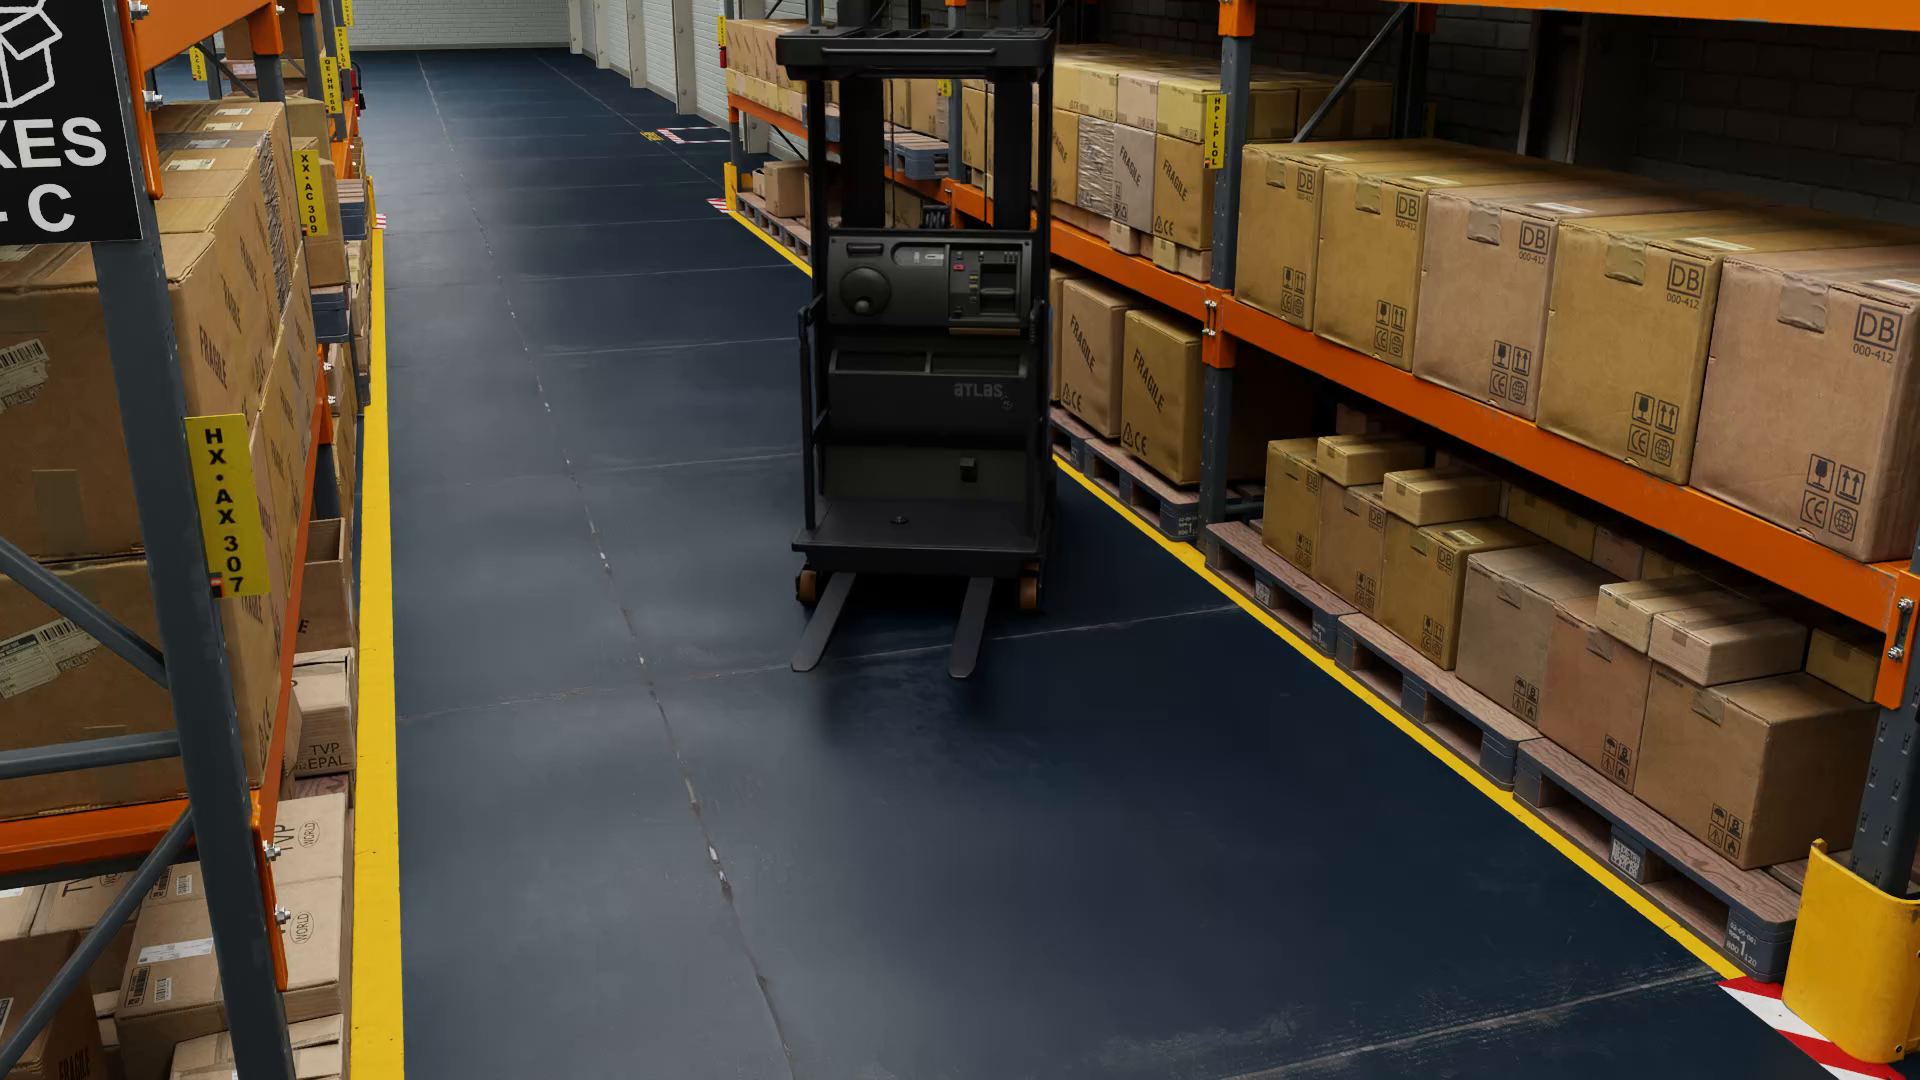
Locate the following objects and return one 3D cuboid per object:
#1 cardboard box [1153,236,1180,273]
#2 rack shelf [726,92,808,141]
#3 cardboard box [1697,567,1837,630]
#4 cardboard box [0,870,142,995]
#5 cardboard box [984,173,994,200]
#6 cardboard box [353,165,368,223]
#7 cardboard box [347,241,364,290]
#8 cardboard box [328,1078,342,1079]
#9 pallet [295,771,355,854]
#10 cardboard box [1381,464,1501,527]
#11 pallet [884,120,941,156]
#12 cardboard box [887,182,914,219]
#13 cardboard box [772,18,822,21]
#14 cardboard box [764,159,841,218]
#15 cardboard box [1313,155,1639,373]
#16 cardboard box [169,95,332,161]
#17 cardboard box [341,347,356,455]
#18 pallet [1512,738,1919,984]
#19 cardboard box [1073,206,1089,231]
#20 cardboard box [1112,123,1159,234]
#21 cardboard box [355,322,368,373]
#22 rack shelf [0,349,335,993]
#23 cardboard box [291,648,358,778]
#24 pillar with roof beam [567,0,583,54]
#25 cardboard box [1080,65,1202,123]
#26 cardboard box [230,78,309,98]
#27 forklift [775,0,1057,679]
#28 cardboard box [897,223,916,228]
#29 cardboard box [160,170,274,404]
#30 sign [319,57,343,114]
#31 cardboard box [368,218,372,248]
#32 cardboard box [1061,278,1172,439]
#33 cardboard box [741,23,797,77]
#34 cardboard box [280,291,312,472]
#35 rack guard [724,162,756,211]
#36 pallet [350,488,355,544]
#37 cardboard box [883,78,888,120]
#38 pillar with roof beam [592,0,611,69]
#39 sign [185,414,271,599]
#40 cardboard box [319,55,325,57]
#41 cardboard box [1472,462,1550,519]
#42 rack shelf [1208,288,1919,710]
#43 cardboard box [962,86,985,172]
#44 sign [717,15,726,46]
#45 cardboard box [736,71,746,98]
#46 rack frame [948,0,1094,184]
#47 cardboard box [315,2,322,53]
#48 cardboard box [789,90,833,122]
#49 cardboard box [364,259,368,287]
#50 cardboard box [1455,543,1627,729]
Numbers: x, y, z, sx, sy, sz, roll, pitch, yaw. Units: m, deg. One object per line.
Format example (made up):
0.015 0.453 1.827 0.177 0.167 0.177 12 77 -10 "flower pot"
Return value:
1.195 -1.449 8.356 0.380 0.149 0.250 -6 21 -16 "cardboard box"
-1.472 -4.272 16.936 1.077 0.370 4.000 -6 21 -17 "rack shelf"
2.683 0.198 5.544 0.380 0.149 0.250 -6 21 -17 "cardboard box"
-2.448 1.041 4.499 0.500 0.250 0.500 -6 21 -17 "cardboard box"
0.372 -2.270 10.640 0.380 0.149 0.250 -6 21 -16 "cardboard box"
-5.558 -3.039 14.777 0.500 0.500 0.500 -6 21 -17 "cardboard box"
-4.667 -2.020 12.221 0.500 0.311 0.500 -7 21 -18 "cardboard box"
-1.578 1.374 3.721 0.380 0.149 0.250 -6 21 -17 "cardboard box"
-2.428 1.052 5.177 1.003 0.211 1.213 -6 21 -17 "pallet"
1.908 -0.180 6.597 0.380 0.149 0.250 -7 21 -19 "cardboard box"
-0.247 -3.225 13.243 1.003 0.211 1.213 -6 21 -17 "pallet"
-0.287 -2.810 13.740 0.500 0.250 0.500 -7 21 -19 "cardboard box"
-1.750 -5.415 18.138 0.500 0.500 0.500 -7 21 -18 "cardboard box"
-1.606 -3.627 17.125 0.700 0.500 0.500 -8 21 -21 "cardboard box"
2.051 -1.132 6.686 0.980 0.700 0.700 -7 21 -19 "cardboard box"
-3.982 -2.212 9.368 0.700 0.500 0.500 -15 24 -35 "cardboard box"
-3.608 -0.747 9.105 0.500 0.500 0.500 -7 21 -19 "cardboard box"
2.603 0.947 5.469 1.003 0.211 1.213 -6 21 -17 "pallet"
0.866 -1.870 9.526 0.380 0.149 0.250 -6 21 -15 "cardboard box"
1.117 -1.882 8.600 0.500 0.500 0.500 -6 21 -17 "cardboard box"
-4.173 -1.260 10.934 0.500 0.250 0.500 -6 21 -17 "cardboard box"
-2.401 0.107 4.746 1.077 0.370 4.000 -6 21 -17 "rack shelf"
-2.346 0.578 5.696 0.500 0.311 0.500 -6 21 -17 "cardboard box"
-14.575 -17.112 42.747 9.100 9.000 0.400 -6 21 -17 "pillar with roof beam"
0.970 -2.402 8.940 0.500 0.250 0.500 -6 21 -16 "cardboard box"
-5.690 -3.630 13.936 0.700 0.500 0.500 -7 21 -19 "cardboard box"
-0.157 -1.168 7.333 1.130 2.935 3.031 2 20 5 "forklift"
-0.096 -2.275 13.360 0.700 0.500 0.500 -7 21 -17 "cardboard box"
-1.986 -0.606 4.039 0.500 0.500 0.500 -6 21 -16 "cardboard box"
-3.775 -2.726 9.972 0.100 0.325 0.005 -6 21 -17 "sign"
-5.707 -2.847 15.353 0.500 0.250 0.500 -6 21 -17 "cardboard box"
1.061 -1.067 9.508 0.750 0.750 0.750 -6 21 -16 "cardboard box"
-1.933 -5.032 17.073 0.500 0.500 0.500 -7 21 -19 "cardboard box"
-2.302 -0.458 5.105 0.500 0.500 0.500 -6 21 -16 "cardboard box"
-2.076 -4.051 18.956 1.175 0.500 0.348 -6 21 -17 "rack guard"
-3.709 -0.210 8.690 1.003 0.211 1.213 -6 21 -17 "pallet"
-0.310 -3.667 13.391 0.700 0.500 0.500 -4 20 -10 "cardboard box"
-12.689 -15.187 37.387 9.100 9.000 0.400 -6 21 -17 "pillar with roof beam"
-1.258 -0.055 2.852 0.100 0.325 0.005 -6 21 -17 "sign"
-5.524 -3.980 13.954 0.380 0.149 0.250 -6 21 -16 "cardboard box"
2.282 -0.210 6.680 0.380 0.149 0.250 -6 21 -17 "cardboard box"
2.300 -0.421 6.215 1.077 0.370 4.000 -6 21 -17 "rack shelf"
0.324 -2.698 10.873 0.500 0.500 0.500 -6 21 -16 "cardboard box"
-2.615 -5.602 18.294 0.100 0.325 0.005 -6 21 -17 "sign"
-2.072 -4.835 17.634 0.500 0.250 0.500 -7 21 -19 "cardboard box"
0.414 -2.685 11.454 1.000 3.000 0.127 -6 21 -17 "rack frame"
-5.850 -4.402 14.168 0.700 0.500 0.500 -6 21 -17 "cardboard box"
-1.280 -4.027 15.383 0.500 0.250 0.500 -6 21 -17 "cardboard box"
-4.982 -2.080 13.215 0.500 0.250 0.500 -7 21 -18 "cardboard box"
2.298 0.325 6.150 0.700 0.500 0.500 -7 21 -19 "cardboard box"
